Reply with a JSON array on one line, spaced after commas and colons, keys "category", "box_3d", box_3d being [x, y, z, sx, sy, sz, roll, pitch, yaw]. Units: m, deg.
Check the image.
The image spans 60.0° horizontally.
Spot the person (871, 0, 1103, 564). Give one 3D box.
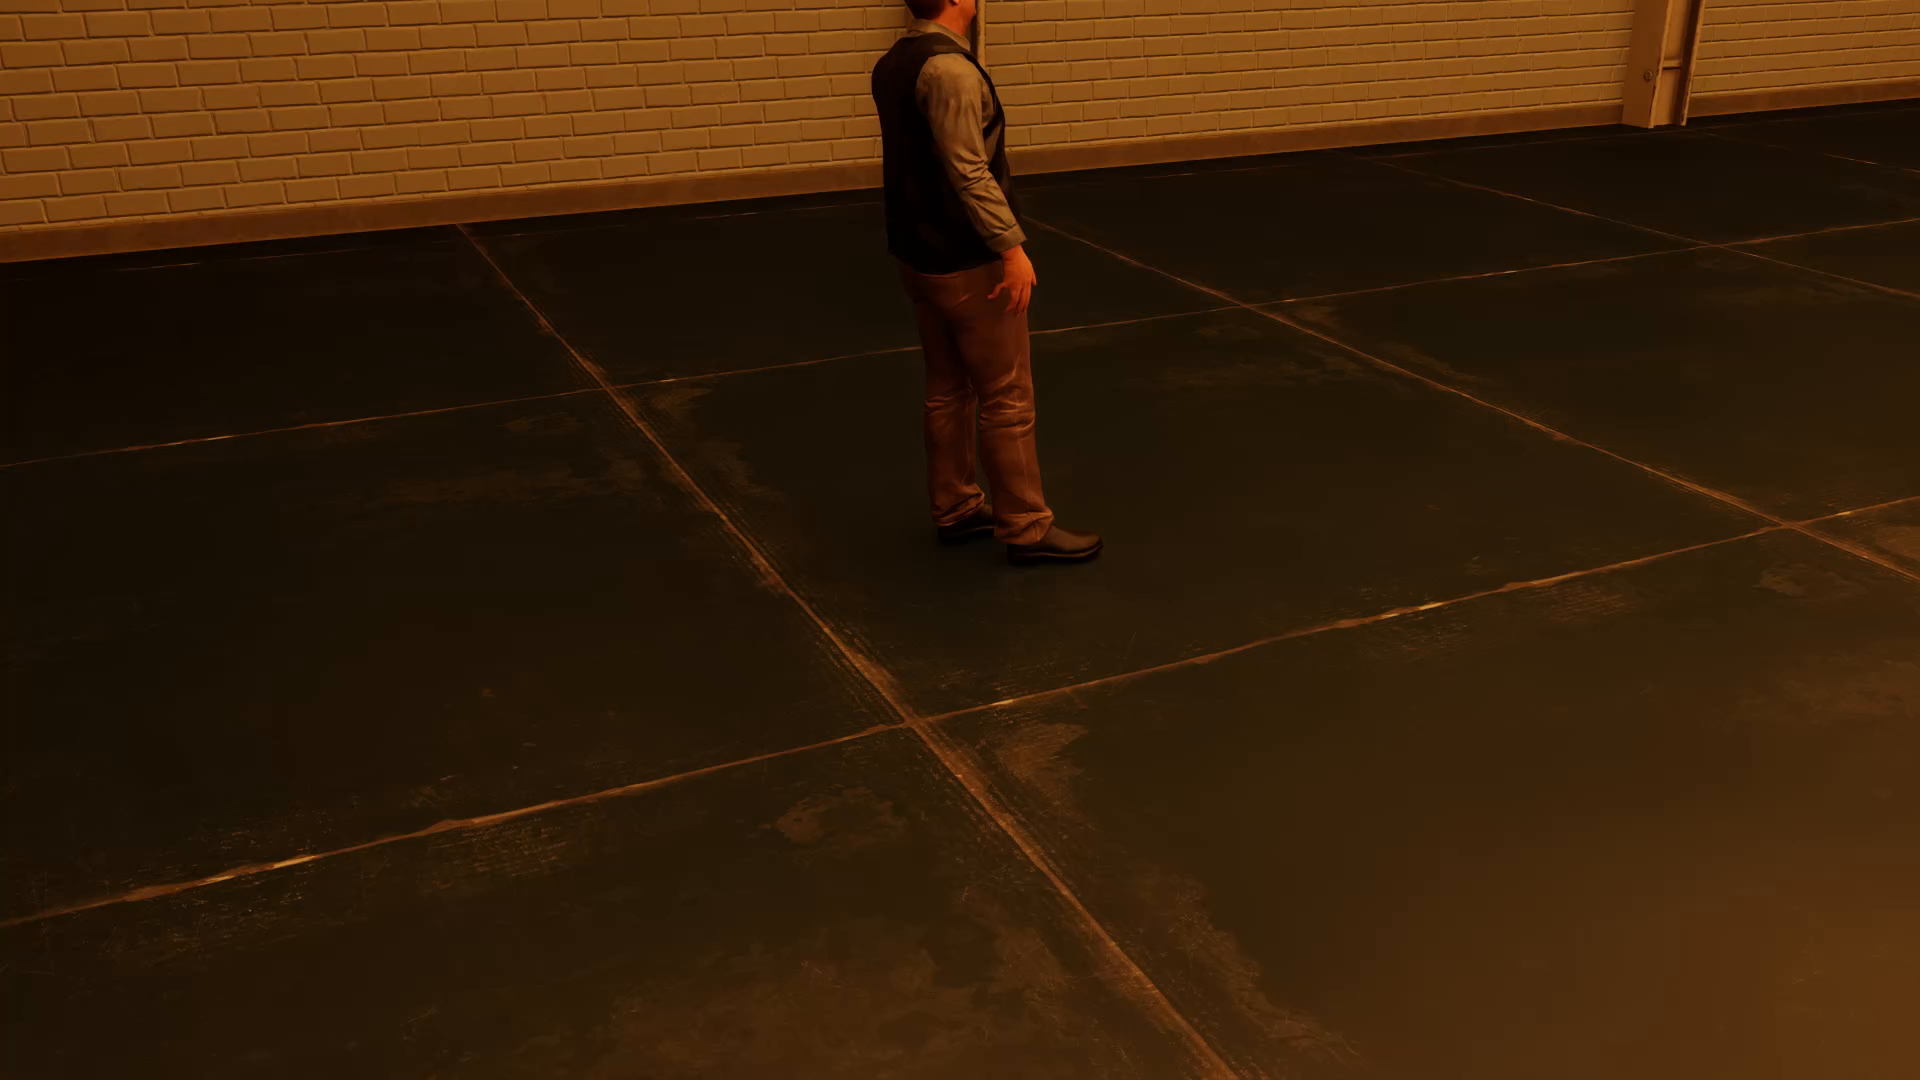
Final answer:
[{"category": "person", "box_3d": [0.059, -0.809, 4.791, 0.568, 1.720, 0.632, -10, 25, -23]}]
